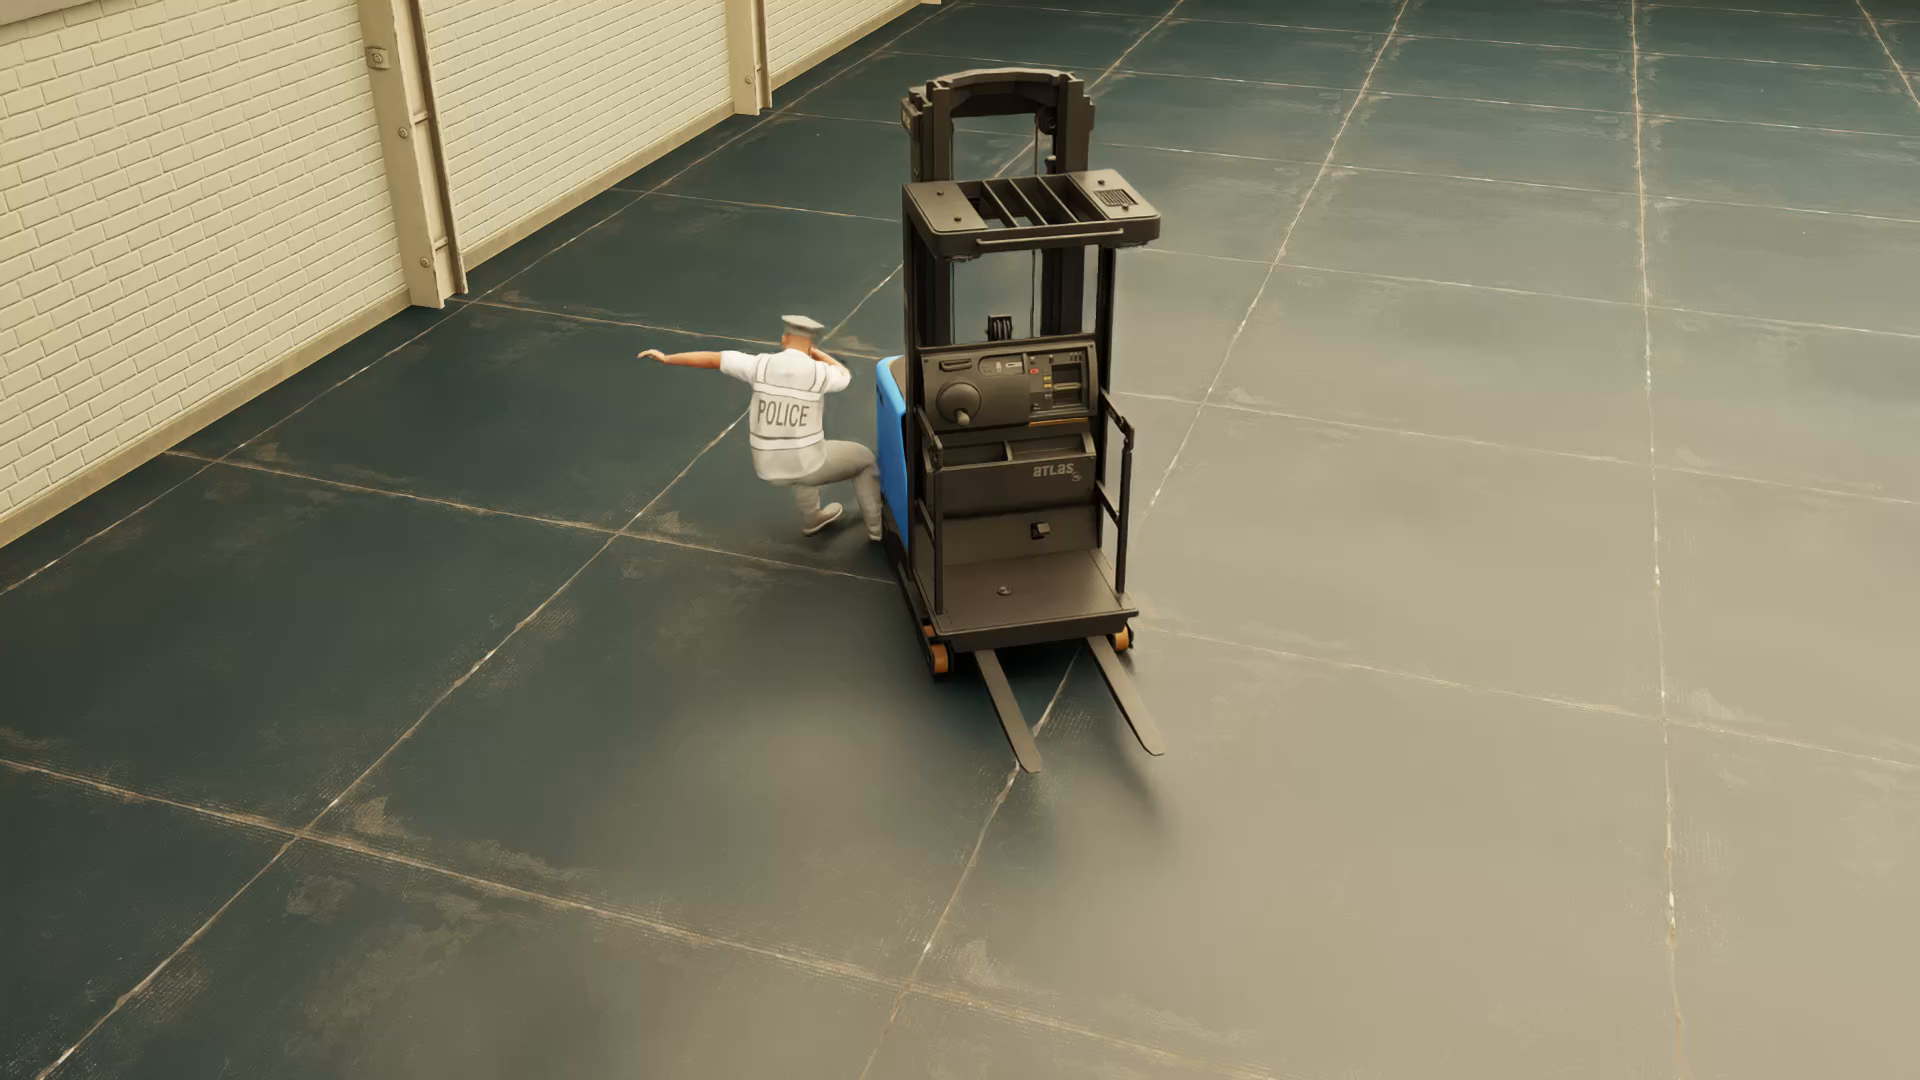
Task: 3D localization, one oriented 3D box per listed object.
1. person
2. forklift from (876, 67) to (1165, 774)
[{"bbox_3d":[-1.072,-0.620,9.770,1.506,1.453,0.750,4,30,7],"label":"person"},{"bbox_3d":[0.311,-0.763,8.475,1.130,2.935,3.031,-6,30,-11],"label":"forklift"}]
